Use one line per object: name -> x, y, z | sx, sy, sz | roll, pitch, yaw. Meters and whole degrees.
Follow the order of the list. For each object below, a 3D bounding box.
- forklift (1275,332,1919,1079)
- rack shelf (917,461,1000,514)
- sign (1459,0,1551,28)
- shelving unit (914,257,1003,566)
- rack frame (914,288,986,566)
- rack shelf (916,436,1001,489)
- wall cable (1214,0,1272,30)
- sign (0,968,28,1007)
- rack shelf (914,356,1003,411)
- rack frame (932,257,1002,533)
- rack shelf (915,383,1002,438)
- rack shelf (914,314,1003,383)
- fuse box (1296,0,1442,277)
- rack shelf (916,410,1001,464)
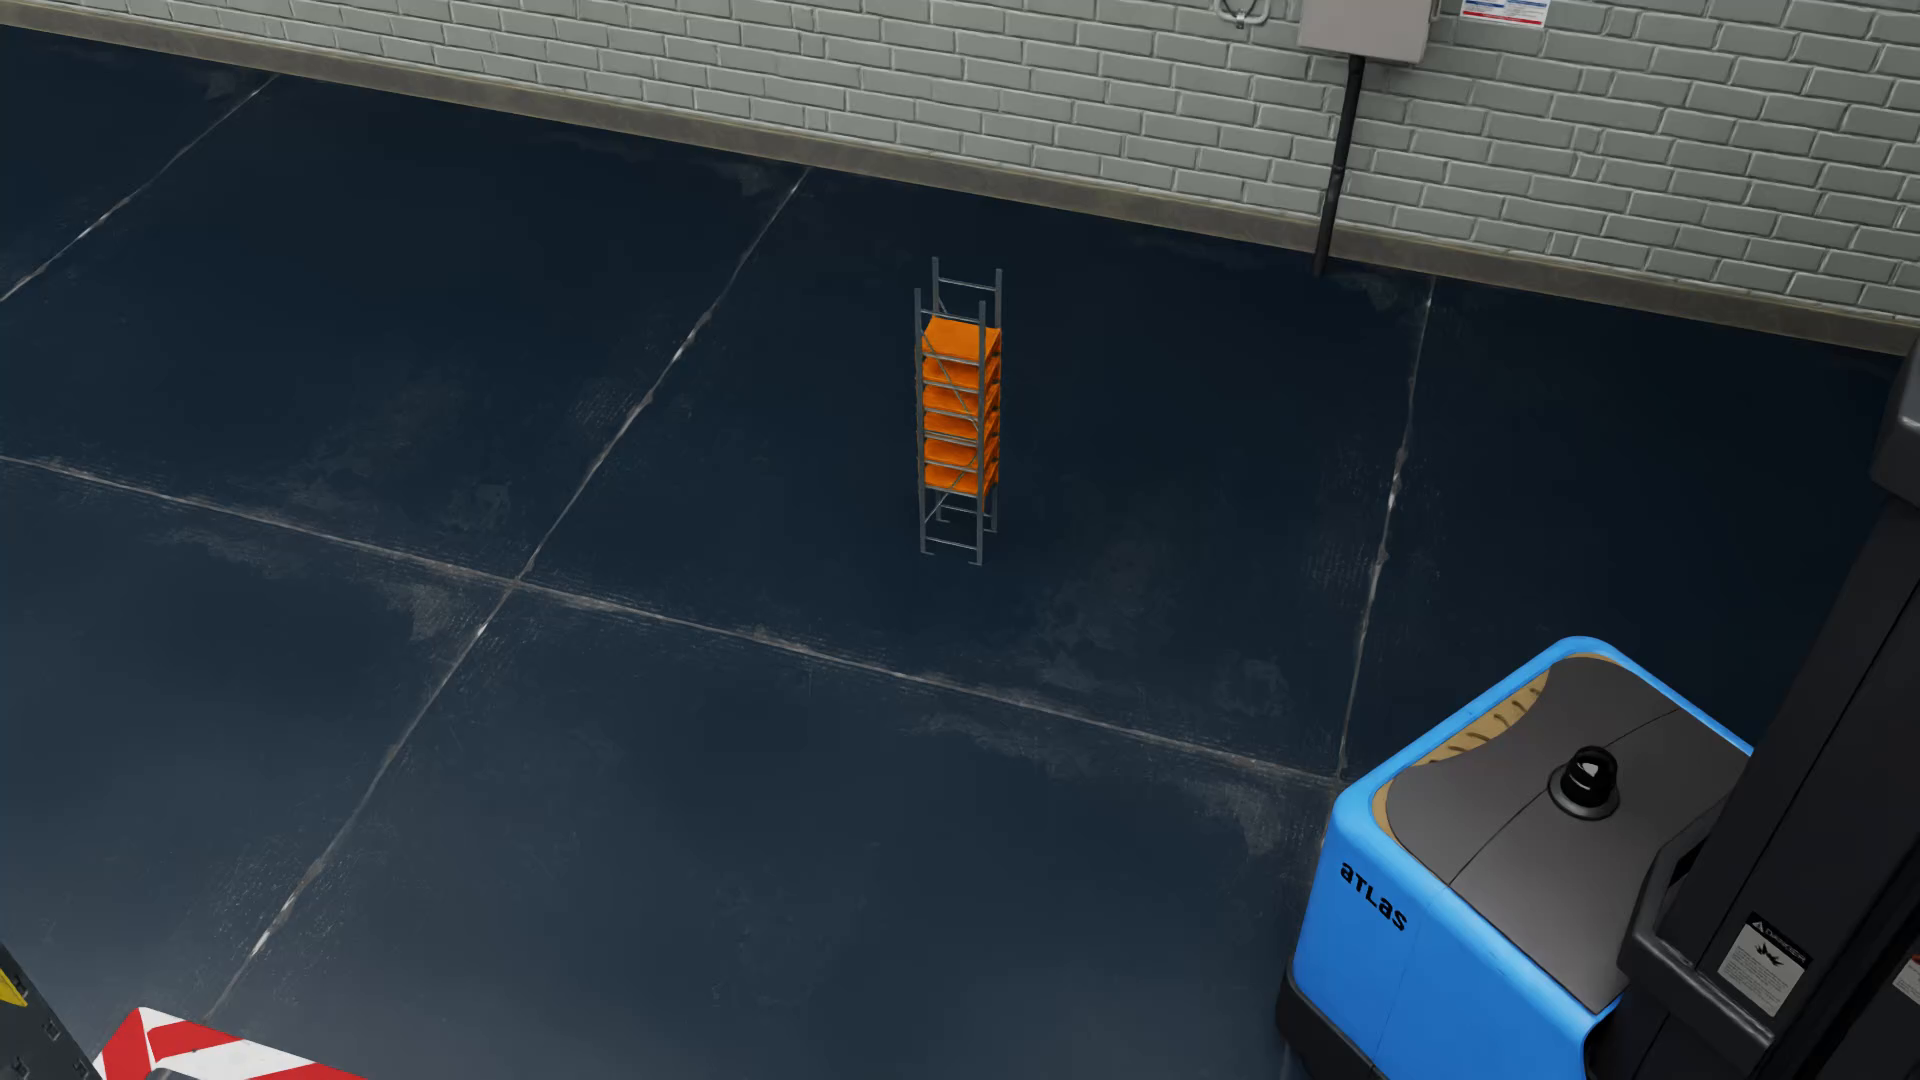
forklift -> 2.188, 0.979, 3.154 | 1.130, 2.935, 3.031 | -28, 51, -26
rack shelf -> -0.004, -0.216, 6.019 | 0.258, 0.103, 0.180 | 13, 46, 12
sign -> 2.160, -2.245, 6.467 | 0.329, 0.494, 0.001 | 13, 46, 13
shelving unit -> -0.004, -0.419, 5.820 | 0.258, 1.200, 0.189 | 13, 46, 12
rack frame -> -0.032, -0.358, 5.758 | 0.240, 1.200, 0.006 | 13, 46, 12
rack shelf -> -0.004, -0.302, 5.936 | 0.258, 0.103, 0.180 | 13, 46, 12
wall cable -> 1.024, -2.858, 6.299 | 0.588, 1.984, 0.122 | 13, 46, 13
sign -> -1.504, 0.602, 2.493 | 0.100, 0.325, 0.005 | 13, 46, 13
rack shelf -> -0.004, -0.559, 5.684 | 0.258, 0.103, 0.180 | 13, 46, 12
rack frame -> 0.023, -0.480, 5.883 | 0.240, 1.200, 0.006 | 13, 46, 12
rack shelf -> -0.004, -0.473, 5.768 | 0.258, 0.103, 0.180 | 13, 46, 12
rack shelf -> -0.004, -0.645, 5.600 | 0.258, 0.103, 0.180 | 13, 46, 12
fuse box -> 1.627, -1.785, 6.850 | 0.539, 1.711, 0.414 | 13, 46, 13
rack shelf -> -0.004, -0.387, 5.852 | 0.258, 0.103, 0.180 | 13, 46, 12
